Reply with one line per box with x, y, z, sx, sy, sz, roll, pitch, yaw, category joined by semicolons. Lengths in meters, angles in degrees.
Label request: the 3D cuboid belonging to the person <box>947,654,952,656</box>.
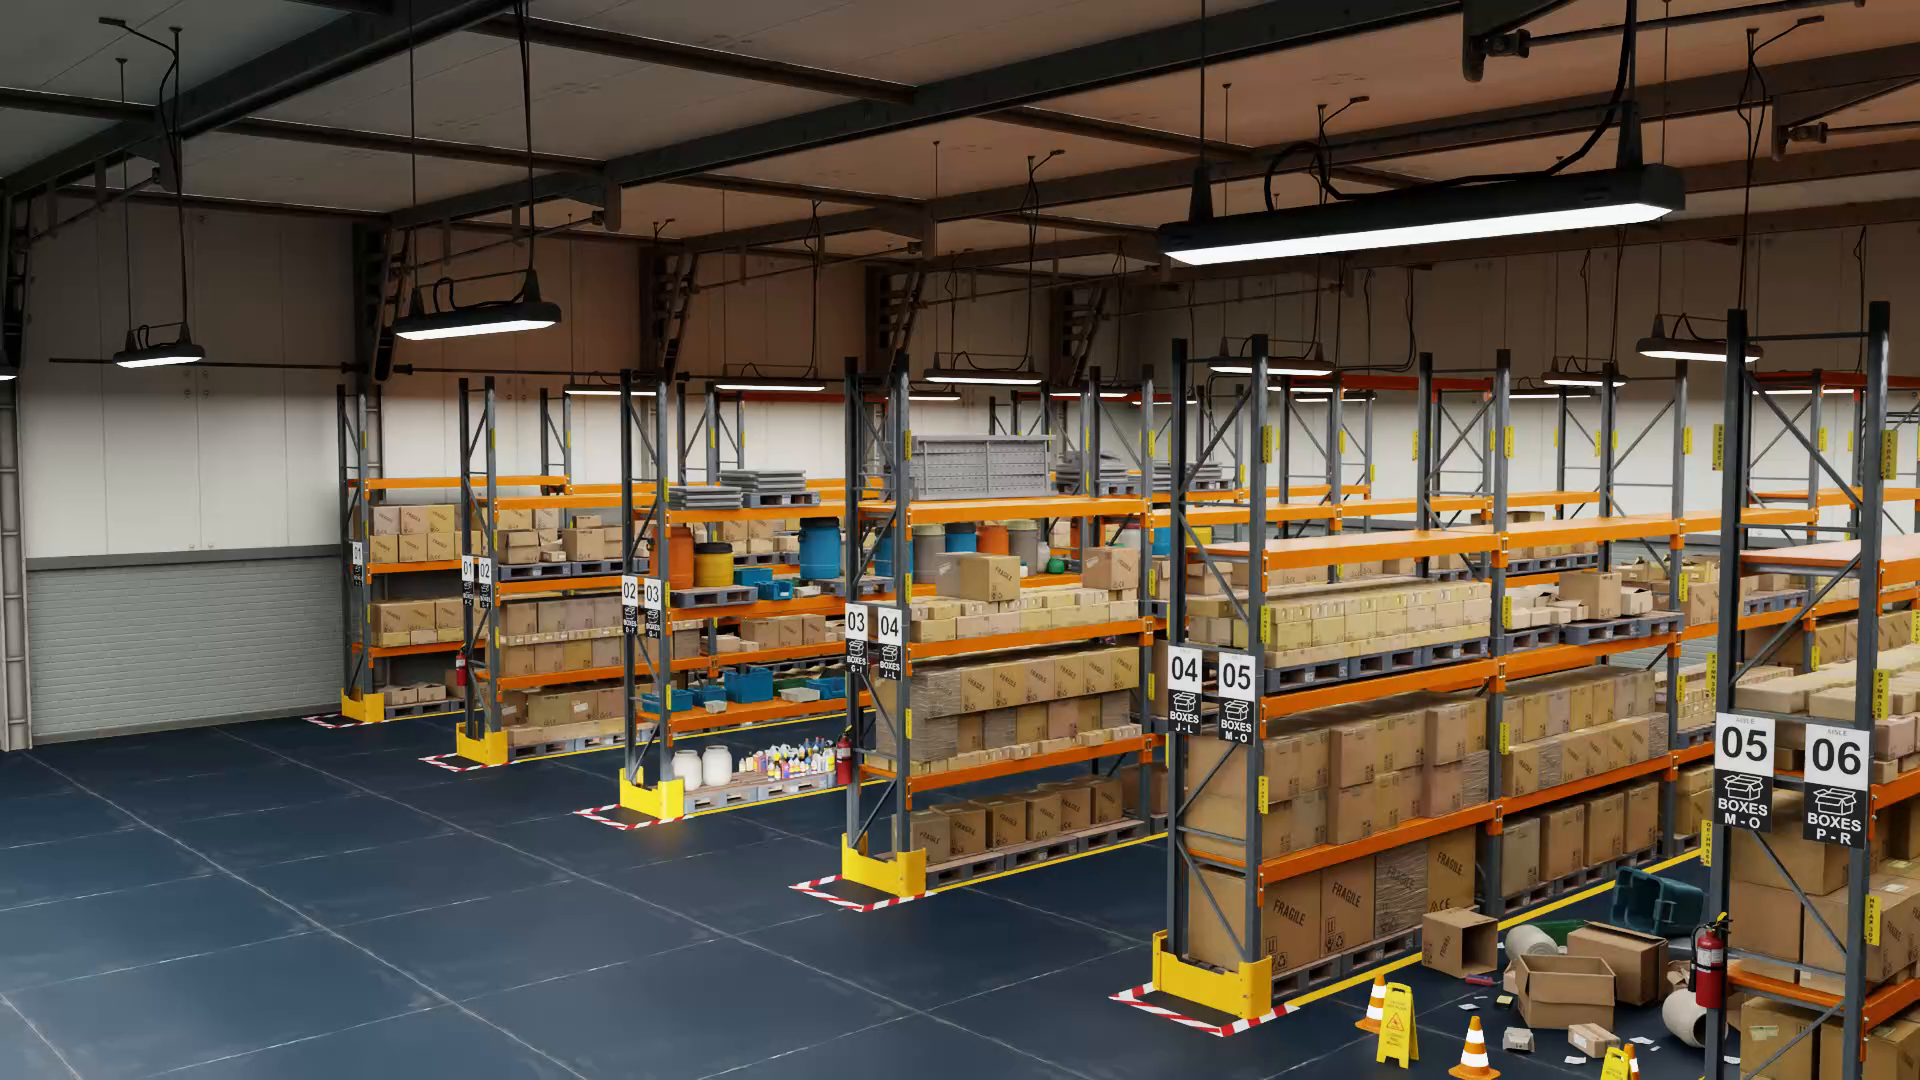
0.138;2.610;28.694;1.049;1.366;0.524;-1;4;-18;person
